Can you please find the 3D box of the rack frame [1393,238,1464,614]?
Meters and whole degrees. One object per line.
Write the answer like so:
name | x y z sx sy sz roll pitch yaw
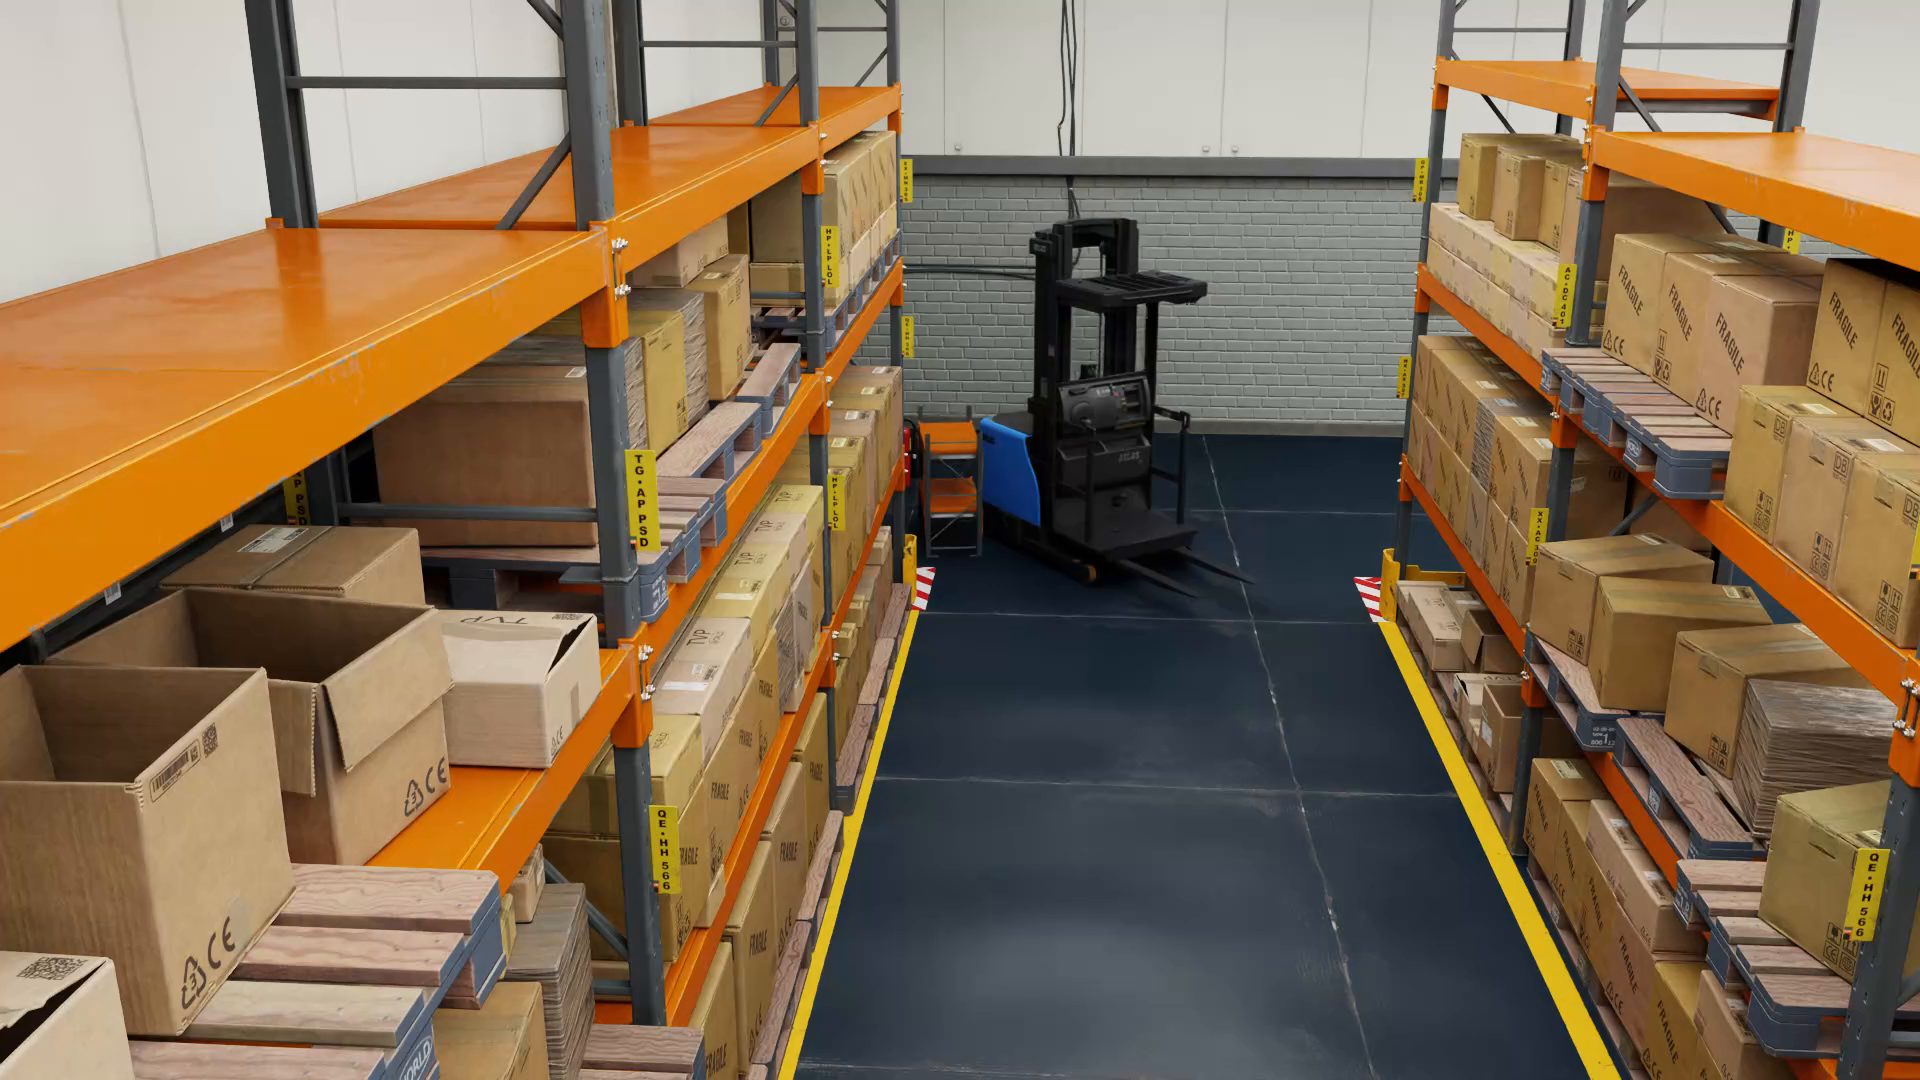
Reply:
rack frame | 3.988 -0.838 12.989 1.000 3.000 0.127 1 18 4

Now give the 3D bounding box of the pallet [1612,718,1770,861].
pallet | 3.549 1.134 7.280 1.003 0.211 1.213 1 18 4

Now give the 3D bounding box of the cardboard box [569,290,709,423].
cardboard box | -1.488 -0.787 7.152 0.700 0.500 0.500 1 18 4

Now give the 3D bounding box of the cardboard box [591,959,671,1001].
cardboard box | -1.273 1.550 6.073 0.380 0.149 0.250 1 18 3

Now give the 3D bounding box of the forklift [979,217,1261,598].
forklift | 1.363 -1.183 14.152 1.130 2.935 3.031 -11 21 -30

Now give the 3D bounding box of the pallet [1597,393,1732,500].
pallet | 3.513 -0.408 7.163 1.213 0.211 1.003 1 18 4

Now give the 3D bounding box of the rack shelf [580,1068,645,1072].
rack shelf | -1.670 2.501 3.957 1.077 0.370 4.000 1 18 4

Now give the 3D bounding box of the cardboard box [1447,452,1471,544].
cardboard box | 3.585 -0.282 11.132 0.500 0.500 0.500 2 18 5

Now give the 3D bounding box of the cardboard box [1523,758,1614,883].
cardboard box | 3.423 1.528 9.077 0.500 0.500 0.500 0 18 1

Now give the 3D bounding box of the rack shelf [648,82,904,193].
rack shelf | -1.097 -2.645 10.668 1.077 0.370 4.000 1 18 4

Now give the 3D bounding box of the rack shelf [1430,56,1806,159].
rack shelf | 3.844 -2.724 10.272 1.077 0.370 4.000 1 18 4

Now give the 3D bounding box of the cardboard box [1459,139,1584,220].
cardboard box | 3.847 -2.472 11.395 0.700 0.500 0.500 1 18 4

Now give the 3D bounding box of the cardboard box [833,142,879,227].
cardboard box | -0.810 -2.354 11.001 0.500 0.500 0.500 0 18 1

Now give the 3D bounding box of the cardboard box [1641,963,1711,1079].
cardboard box | 3.284 2.169 7.120 0.500 0.500 0.500 1 18 2

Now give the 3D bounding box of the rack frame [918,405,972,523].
rack frame | -0.142 -0.706 15.599 0.500 1.125 0.032 -2 18 -5

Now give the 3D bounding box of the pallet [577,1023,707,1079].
pallet | -1.472 1.852 5.088 1.213 0.211 1.003 1 18 4

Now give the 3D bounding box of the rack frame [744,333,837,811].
rack frame | -1.240 0.295 9.532 1.000 3.000 0.127 1 18 4

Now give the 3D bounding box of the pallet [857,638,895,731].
pallet | -1.023 1.006 11.841 1.003 0.211 1.213 1 18 4

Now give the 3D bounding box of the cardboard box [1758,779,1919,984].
cardboard box | 3.347 1.202 5.930 0.700 0.500 0.500 -5 19 -15

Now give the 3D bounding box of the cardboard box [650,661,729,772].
cardboard box | -1.200 0.681 6.481 0.500 0.250 0.500 1 18 3

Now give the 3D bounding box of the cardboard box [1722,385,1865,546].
cardboard box | 3.486 -0.282 6.316 0.910 0.500 0.500 1 18 4

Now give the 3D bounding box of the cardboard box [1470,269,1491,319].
cardboard box | 3.585 -1.572 10.654 0.500 0.250 0.500 1 18 4

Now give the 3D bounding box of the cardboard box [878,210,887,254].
cardboard box | -0.777 -2.153 11.593 0.500 0.250 0.500 1 18 2

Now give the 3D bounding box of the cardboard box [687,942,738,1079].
cardboard box | -1.344 2.134 6.698 0.750 0.750 0.750 1 18 3

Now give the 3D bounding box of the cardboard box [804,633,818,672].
cardboard box | -0.977 0.595 8.987 0.380 0.149 0.250 2 18 5

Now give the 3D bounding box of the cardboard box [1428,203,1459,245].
cardboard box | 3.691 -2.276 11.998 0.500 0.250 0.500 1 18 4

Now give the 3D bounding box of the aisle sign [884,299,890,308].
aisle sign | -0.649 -2.198 12.966 0.394 0.787 0.004 1 18 4

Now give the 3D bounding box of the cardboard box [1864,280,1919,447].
cardboard box | 3.488 -0.595 5.665 0.500 0.500 0.500 1 18 4

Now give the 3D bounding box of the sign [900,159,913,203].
sign | -0.413 -2.739 12.680 0.100 0.325 0.005 1 18 4

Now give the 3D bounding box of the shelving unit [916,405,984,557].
shelving unit | -0.098 -0.549 15.118 0.538 1.125 1.048 -2 18 -5

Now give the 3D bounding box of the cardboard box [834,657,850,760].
cardboard box | -1.084 1.054 10.557 0.700 0.500 0.500 2 18 5

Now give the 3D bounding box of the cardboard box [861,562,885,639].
cardboard box | -0.940 0.416 12.502 0.700 0.500 0.500 1 18 4

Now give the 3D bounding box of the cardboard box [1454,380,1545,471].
cardboard box | 3.587 -0.753 10.964 0.500 0.500 0.500 1 18 3

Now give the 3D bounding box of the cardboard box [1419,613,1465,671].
cardboard box | 3.594 0.733 11.905 0.500 0.250 0.500 1 18 4

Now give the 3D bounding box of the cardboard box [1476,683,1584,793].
cardboard box | 3.459 1.200 10.078 0.500 0.500 0.500 1 18 4

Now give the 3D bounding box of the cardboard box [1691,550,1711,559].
cardboard box | 4.009 0.205 9.647 0.500 0.500 0.500 2 18 5

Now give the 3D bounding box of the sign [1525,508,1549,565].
sign | 3.159 -0.016 9.093 0.100 0.325 0.005 1 18 4

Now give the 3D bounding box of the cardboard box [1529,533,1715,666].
cardboard box | 3.444 0.300 8.683 0.700 0.500 0.500 -5 19 -15

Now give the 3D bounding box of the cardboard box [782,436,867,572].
cardboard box | -1.127 -0.242 10.690 0.980 0.700 0.700 1 18 3

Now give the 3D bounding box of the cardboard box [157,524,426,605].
cardboard box | -1.808 0.274 4.588 0.500 0.500 0.500 1 18 4

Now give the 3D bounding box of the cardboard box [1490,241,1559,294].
cardboard box | 3.542 -1.655 10.103 0.500 0.250 0.500 1 18 4

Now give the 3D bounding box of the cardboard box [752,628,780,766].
cardboard box | -1.124 0.716 7.579 0.500 0.500 0.500 2 18 5

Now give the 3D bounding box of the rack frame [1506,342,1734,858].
rack frame | 3.701 0.405 9.198 1.000 3.000 0.127 1 18 4

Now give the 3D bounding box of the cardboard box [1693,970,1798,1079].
cardboard box | 3.247 1.956 6.567 0.500 0.250 0.500 2 18 6

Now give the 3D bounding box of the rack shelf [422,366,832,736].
rack shelf | -1.384 -0.167 7.281 1.077 0.370 4.000 1 18 4

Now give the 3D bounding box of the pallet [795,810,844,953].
pallet | -1.220 1.862 9.230 1.003 0.211 1.213 1 18 4

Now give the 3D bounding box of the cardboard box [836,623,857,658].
cardboard box | -0.878 0.643 10.769 0.380 0.149 0.250 2 18 6

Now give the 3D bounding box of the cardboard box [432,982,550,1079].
cardboard box | -1.564 1.601 4.679 0.700 0.500 0.500 0 18 -1

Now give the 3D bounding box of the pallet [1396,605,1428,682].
pallet | 3.926 0.759 12.596 1.003 0.211 1.213 1 18 4

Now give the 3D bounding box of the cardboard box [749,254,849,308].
cardboard box | -0.928 -1.515 9.644 0.500 0.250 0.500 1 18 4

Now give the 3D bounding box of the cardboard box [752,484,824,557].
cardboard box | -1.019 -0.109 8.890 0.500 0.250 0.500 2 18 5

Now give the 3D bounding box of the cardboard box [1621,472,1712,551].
cardboard box | 4.015 -0.258 9.454 0.500 0.500 0.500 2 18 5

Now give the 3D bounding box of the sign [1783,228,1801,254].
sign | 4.255 -1.442 8.555 0.100 0.325 0.005 1 18 4

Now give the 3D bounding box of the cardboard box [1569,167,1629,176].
cardboard box | 3.875 -1.847 9.487 0.700 0.500 0.500 1 18 4

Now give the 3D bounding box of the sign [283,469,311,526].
sign | -2.080 -0.186 5.226 0.100 0.325 0.005 1 18 4

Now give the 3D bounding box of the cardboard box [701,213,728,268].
cardboard box | -1.434 -1.473 8.039 0.500 0.250 0.500 3 18 8
